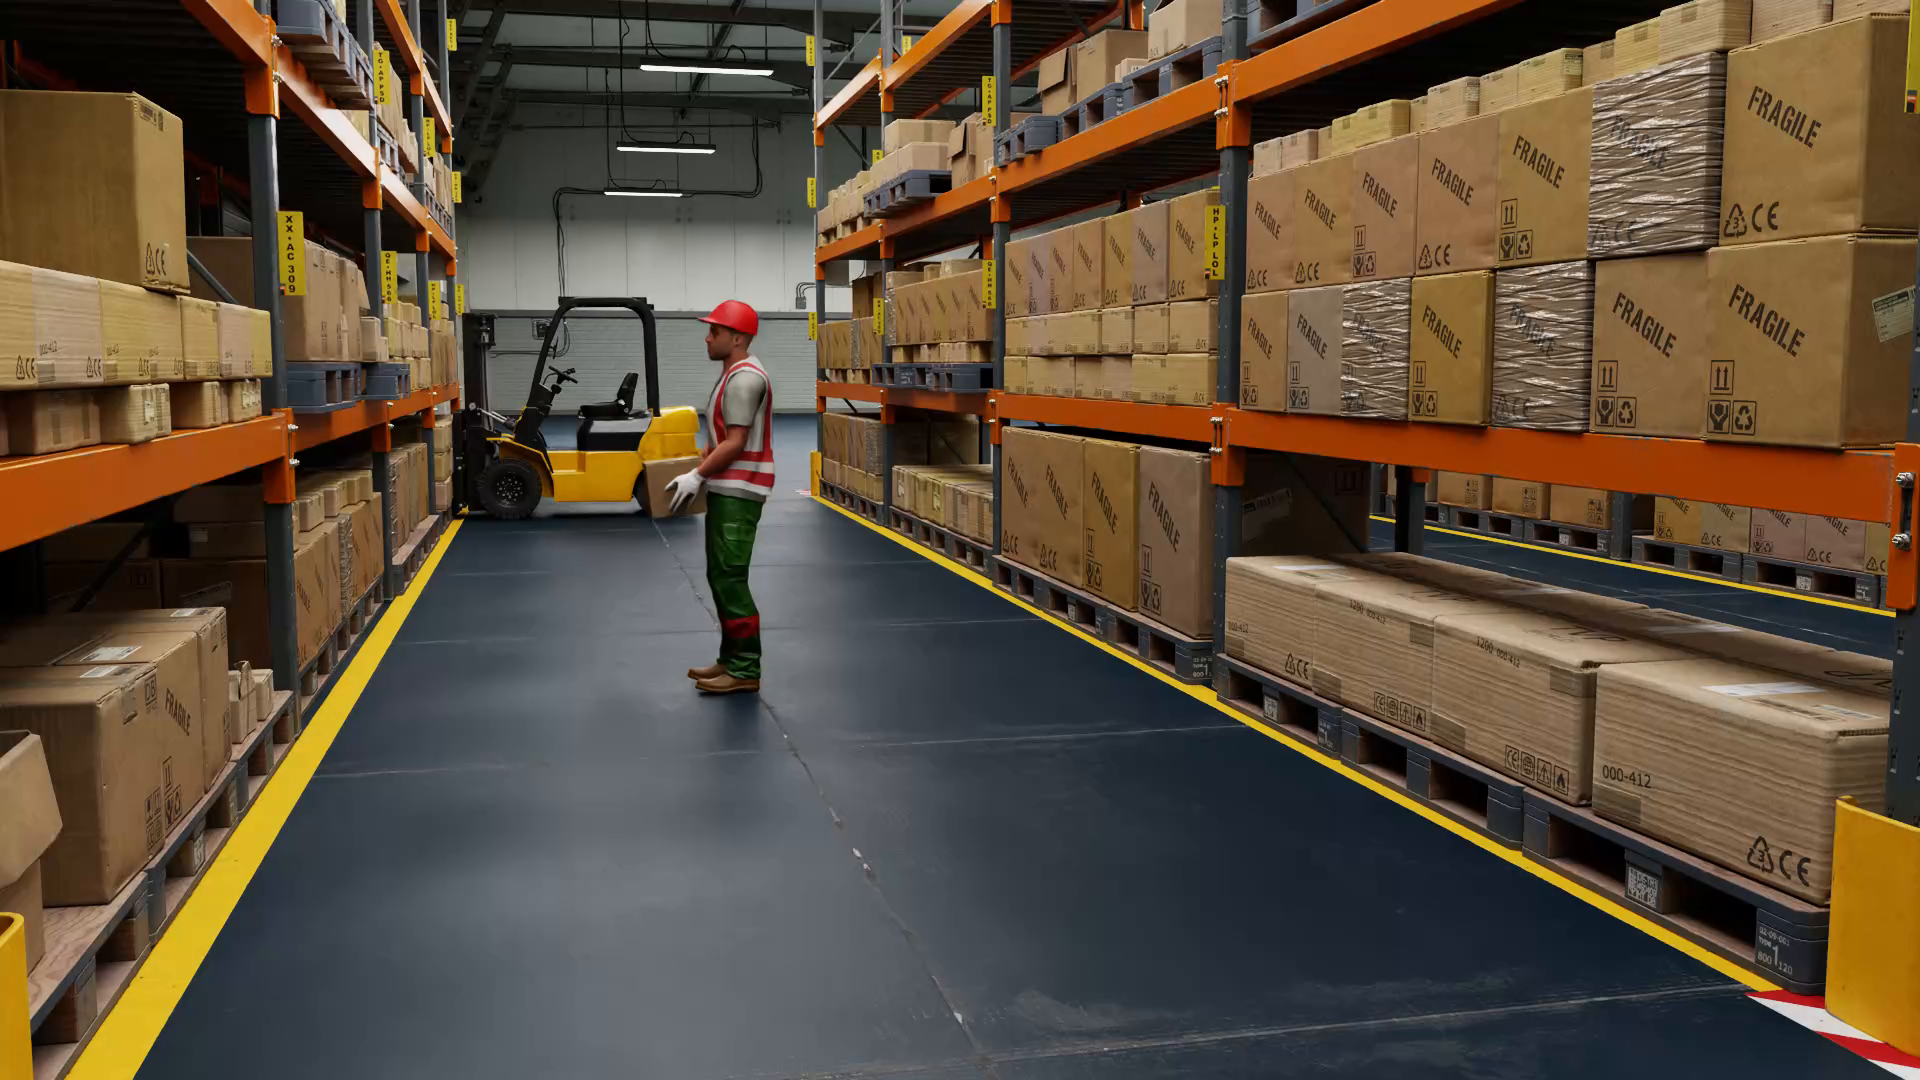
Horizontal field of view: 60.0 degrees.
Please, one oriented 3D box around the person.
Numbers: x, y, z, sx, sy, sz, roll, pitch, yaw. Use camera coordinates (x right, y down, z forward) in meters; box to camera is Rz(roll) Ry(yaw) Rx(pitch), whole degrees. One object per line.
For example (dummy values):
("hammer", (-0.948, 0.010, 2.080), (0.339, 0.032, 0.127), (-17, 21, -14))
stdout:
("person", (-1.081, -0.194, 7.660), (0.453, 1.779, 0.621), (-2, 6, -15))
